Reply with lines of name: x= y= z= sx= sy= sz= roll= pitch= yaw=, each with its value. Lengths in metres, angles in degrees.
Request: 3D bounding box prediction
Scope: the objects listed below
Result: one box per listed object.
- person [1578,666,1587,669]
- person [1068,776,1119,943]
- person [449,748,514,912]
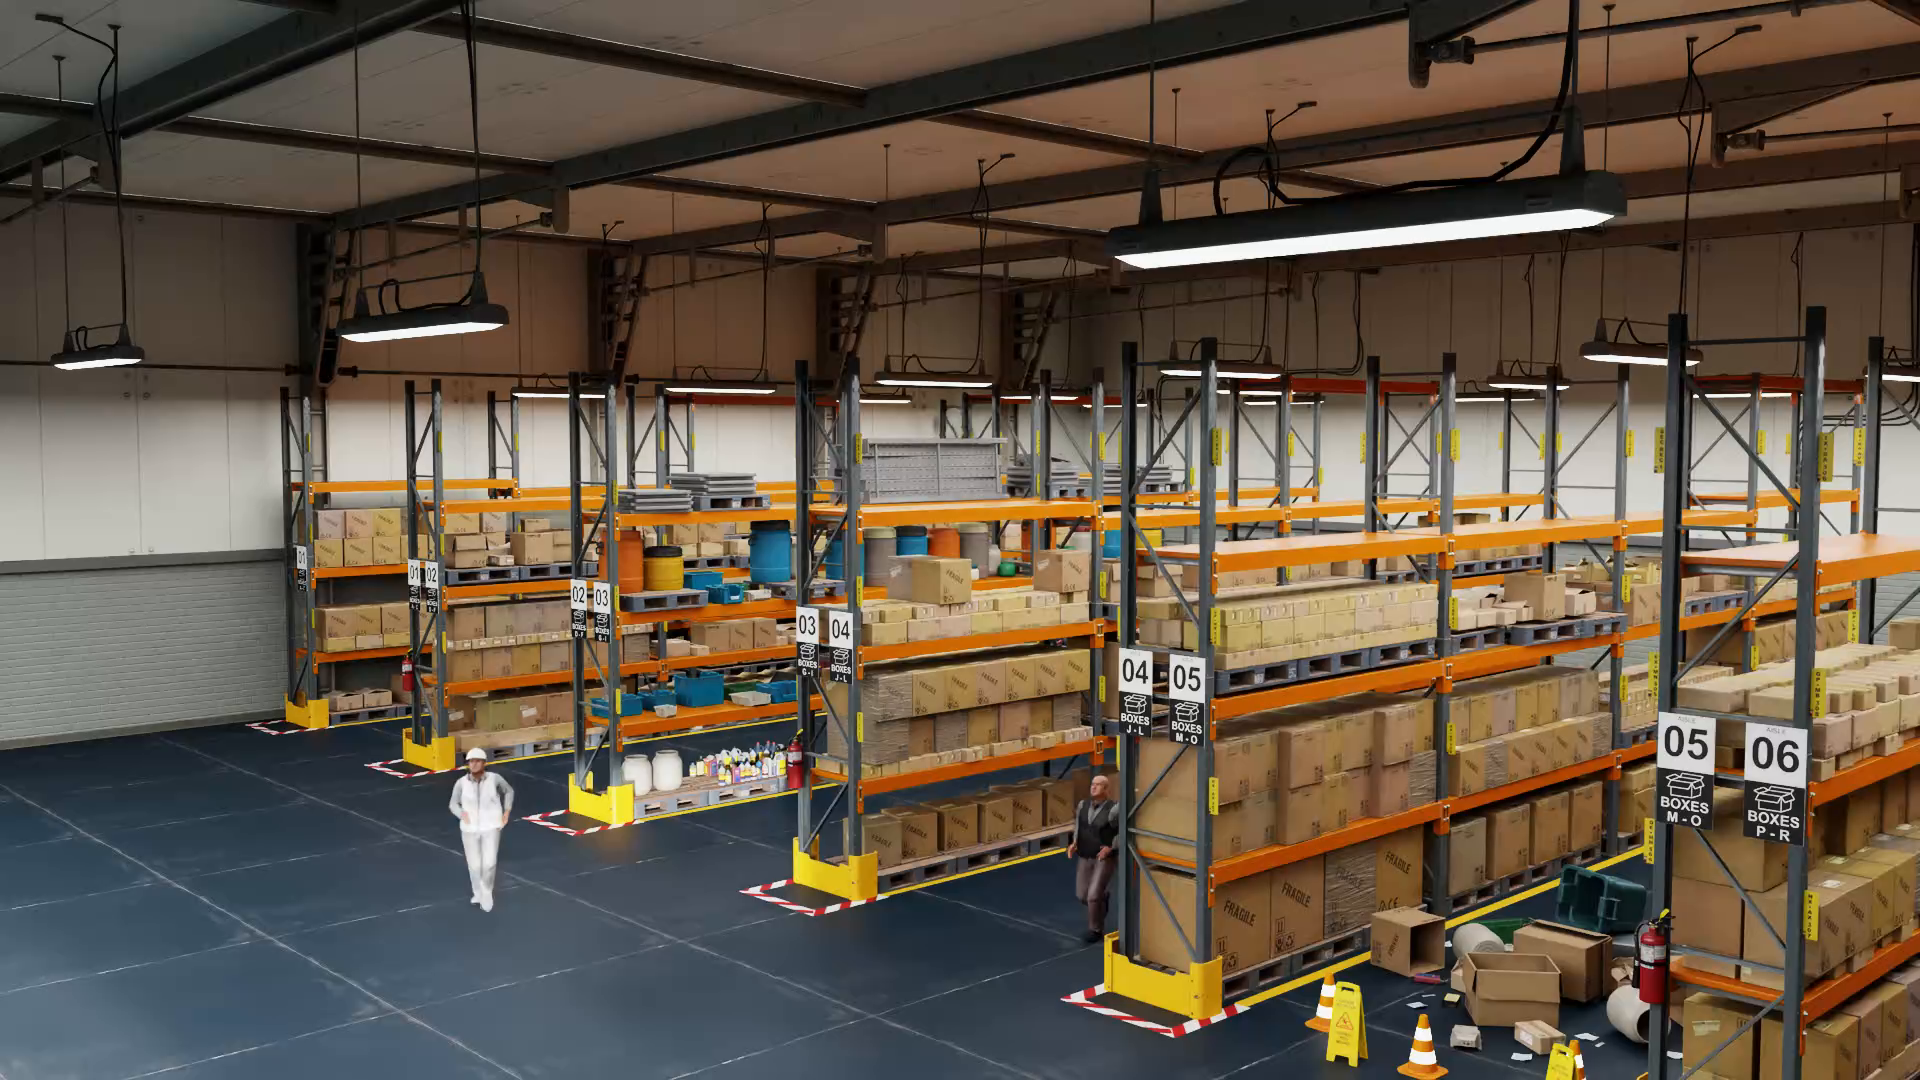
person: x=9.225 y=2.732 z=24.562 sx=0.744 sy=1.759 sz=0.712 roll=-3 pitch=5 yaw=-41
person: x=1.442 y=3.242 z=17.053 sx=0.664 sy=1.675 sz=0.613 roll=2 pitch=4 yaw=34
person: x=-5.204 y=3.140 z=18.062 sx=0.664 sy=1.767 sz=0.670 roll=-1 pitch=4 yaw=-8
